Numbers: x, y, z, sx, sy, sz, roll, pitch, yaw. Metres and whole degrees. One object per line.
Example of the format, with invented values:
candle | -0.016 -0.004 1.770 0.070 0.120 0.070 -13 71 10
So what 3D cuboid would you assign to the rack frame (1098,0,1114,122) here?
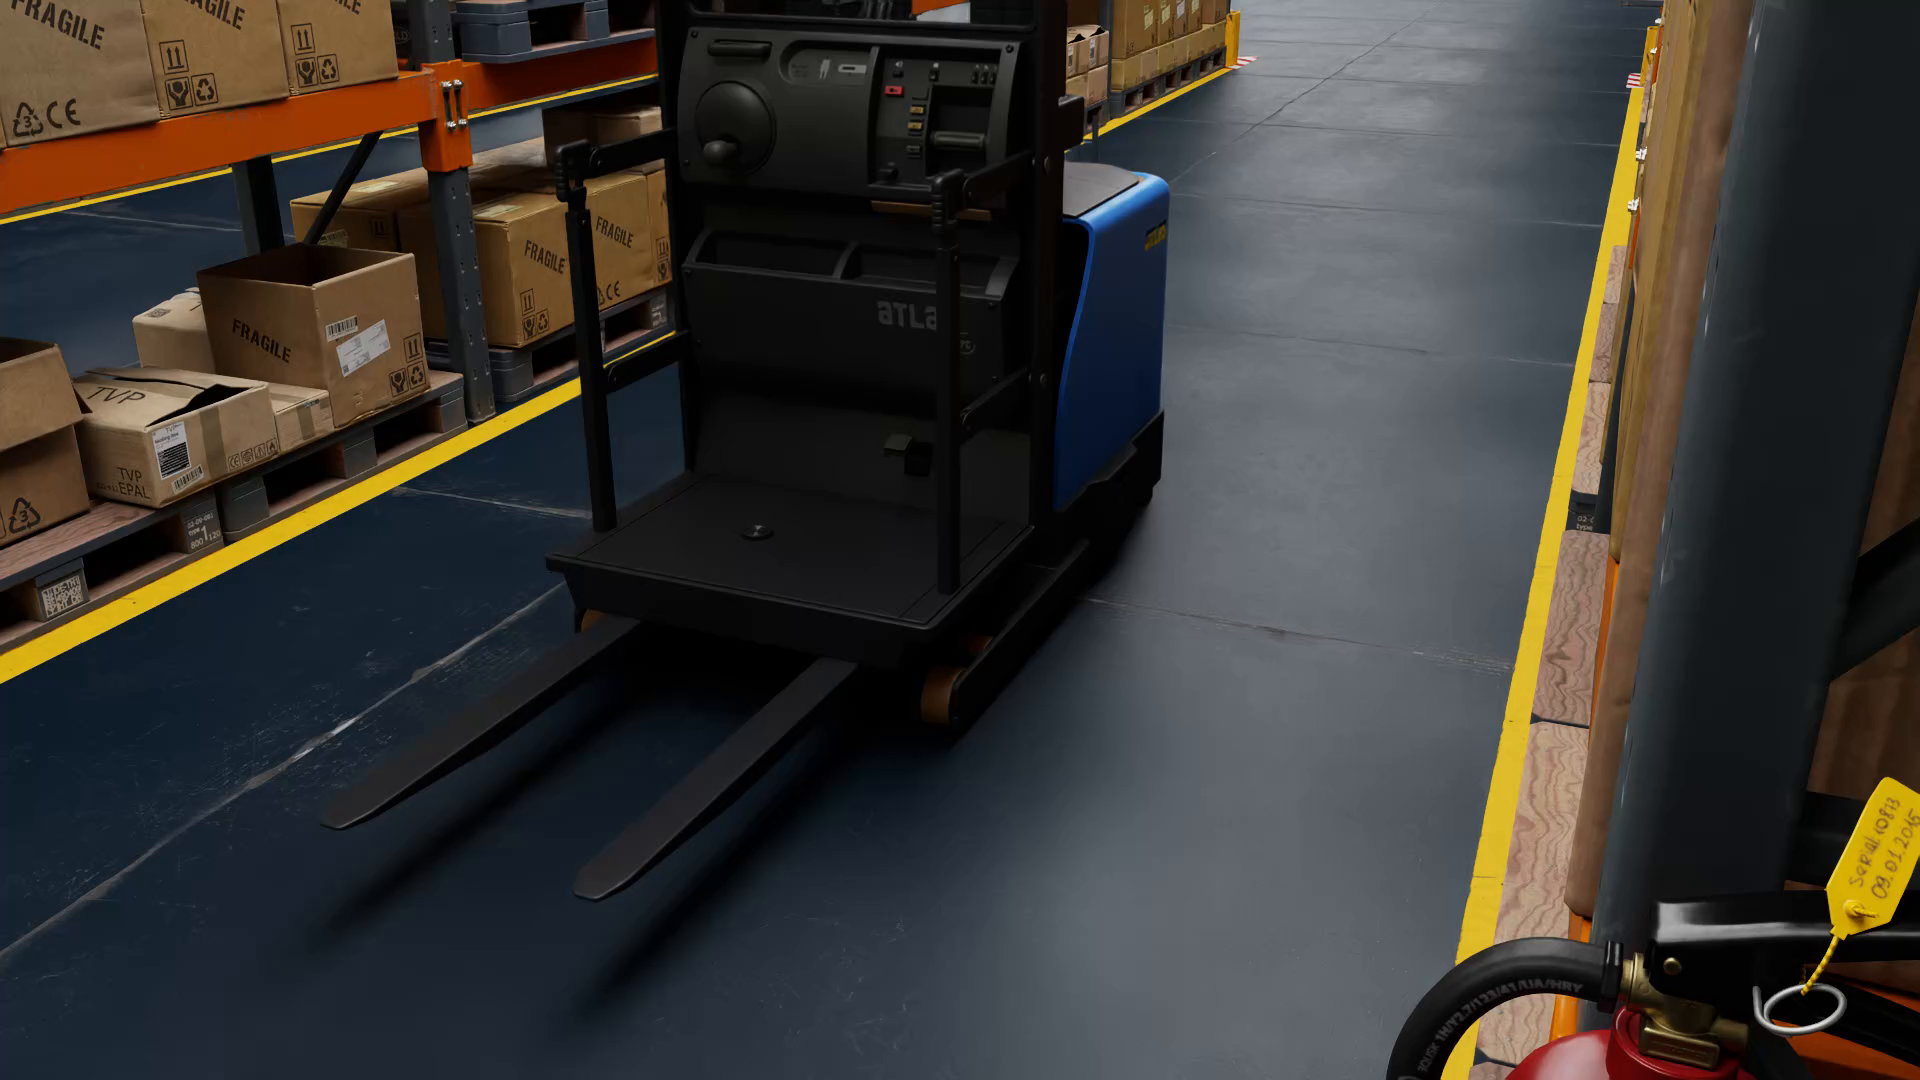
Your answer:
rack frame | 0.705 -4.770 12.779 1.000 3.000 0.127 9 24 20

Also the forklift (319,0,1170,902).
forklift | -0.377 -1.067 4.001 1.130 2.935 3.031 9 24 21

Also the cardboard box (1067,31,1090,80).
cardboard box | 0.634 -3.581 12.227 0.500 0.311 0.500 9 24 22

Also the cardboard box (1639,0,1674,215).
cardboard box | 1.842 -0.886 3.090 0.980 0.700 0.700 8 24 19

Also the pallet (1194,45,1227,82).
pallet | 1.946 -4.635 16.074 1.003 0.211 1.213 9 24 20

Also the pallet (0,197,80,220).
pallet | -6.087 -2.040 9.859 1.003 0.211 1.213 9 24 20

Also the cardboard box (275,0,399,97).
cardboard box | -2.214 -1.738 5.390 0.500 0.500 0.500 9 24 21

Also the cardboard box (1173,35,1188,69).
cardboard box | 1.720 -4.354 14.805 0.500 0.250 0.500 9 24 20

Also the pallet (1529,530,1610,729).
pallet | 1.979 0.348 4.143 1.003 0.211 1.213 9 24 20

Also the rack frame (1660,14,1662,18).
rack frame | 6.792 -5.494 14.511 1.000 3.000 0.127 9 24 20

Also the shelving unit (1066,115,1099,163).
shelving unit | 0.311 -0.831 5.684 0.258 1.200 0.189 9 24 21

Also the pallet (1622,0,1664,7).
pallet | 3.986 -2.813 8.341 1.213 0.211 1.003 9 24 20

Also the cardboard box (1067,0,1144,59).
cardboard box | 1.168 -4.163 13.373 0.500 0.500 0.500 9 24 20

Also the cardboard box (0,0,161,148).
cardboard box | -2.592 -1.369 4.506 0.500 0.500 0.500 9 24 21

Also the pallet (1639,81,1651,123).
pallet | 5.974 -3.459 13.258 1.003 0.211 1.213 9 24 20

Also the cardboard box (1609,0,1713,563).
cardboard box | 1.289 -0.353 1.813 0.980 0.700 0.700 9 24 20

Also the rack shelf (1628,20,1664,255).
rack shelf | 3.077 -1.583 6.082 1.077 0.370 4.000 9 24 20

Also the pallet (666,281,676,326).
pallet | -1.547 -1.355 8.221 1.003 0.211 1.213 9 24 20

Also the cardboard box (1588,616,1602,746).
cardboard box | 1.772 0.192 3.596 0.700 0.500 0.500 9 24 20

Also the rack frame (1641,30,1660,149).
rack frame | 5.306 -4.062 11.084 1.000 3.000 0.127 9 24 20

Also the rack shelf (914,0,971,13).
rack shelf | -0.037 -3.723 11.204 1.077 0.370 4.000 9 24 20

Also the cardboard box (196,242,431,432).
cardboard box | -2.214 -0.713 5.737 0.500 0.500 0.500 9 24 20

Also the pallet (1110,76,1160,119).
pallet | 1.040 -3.762 13.983 1.003 0.211 1.213 9 24 20

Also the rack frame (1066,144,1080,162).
rack frame | 0.275 -0.799 5.606 0.240 1.200 0.006 9 24 21

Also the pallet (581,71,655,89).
pallet | -3.604 -4.429 15.578 1.003 0.211 1.213 9 24 20

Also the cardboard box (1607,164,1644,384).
cardboard box | 2.783 -0.971 5.928 0.750 0.750 0.750 10 24 22

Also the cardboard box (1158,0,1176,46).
cardboard box | 1.540 -4.520 14.230 0.500 0.500 0.500 9 24 20

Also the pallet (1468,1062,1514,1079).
pallet | 1.073 1.221 2.053 1.003 0.211 1.213 9 24 20

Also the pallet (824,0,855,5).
pallet | -0.967 -2.998 8.784 1.213 0.211 1.003 9 24 20

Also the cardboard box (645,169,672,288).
cardboard box | -1.480 -1.466 7.539 0.500 0.500 0.500 9 24 21

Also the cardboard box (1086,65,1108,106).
cardboard box | 0.821 -3.505 12.773 0.500 0.250 0.500 9 24 20

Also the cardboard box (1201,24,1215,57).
cardboard box | 2.092 -4.712 15.661 0.500 0.250 0.500 9 24 20

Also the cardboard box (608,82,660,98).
cardboard box | -1.303 -1.979 7.795 0.500 0.250 0.500 8 24 19

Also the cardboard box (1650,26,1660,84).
cardboard box | 5.921 -3.849 13.246 0.700 0.500 0.500 7 24 17

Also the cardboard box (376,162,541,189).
cardboard box | -2.157 -1.350 7.264 0.500 0.500 0.500 9 24 20

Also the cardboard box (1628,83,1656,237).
cardboard box | 3.425 -1.589 7.406 0.750 0.750 0.750 8 24 19

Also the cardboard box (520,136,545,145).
cardboard box | -1.784 -1.712 8.130 0.500 0.500 0.500 8 24 18

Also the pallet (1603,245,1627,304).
pallet | 3.458 -1.073 7.545 1.003 0.211 1.213 9 24 20

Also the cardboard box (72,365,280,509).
cardboard box | -2.493 -0.357 5.131 0.500 0.311 0.500 9 24 20

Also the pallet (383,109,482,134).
pallet | -4.599 -3.469 13.282 1.003 0.211 1.213 9 24 20

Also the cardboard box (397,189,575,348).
cardboard box | -1.860 -1.095 6.653 0.500 0.500 0.500 8 24 18

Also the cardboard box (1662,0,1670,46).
cardboard box | 2.452 -1.778 5.072 0.500 0.500 0.500 9 24 20

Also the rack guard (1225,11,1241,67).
rack guard | 2.200 -5.057 16.708 1.175 0.500 0.348 9 24 20

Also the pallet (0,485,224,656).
pallet | -2.974 0.063 4.826 1.003 0.211 1.213 9 24 20

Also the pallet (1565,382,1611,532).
pallet | 2.551 -0.200 5.455 1.003 0.211 1.213 9 24 20

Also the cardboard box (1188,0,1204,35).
cardboard box | 1.911 -4.878 15.087 0.500 0.500 0.500 9 24 20

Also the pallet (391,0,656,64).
pallet | -1.868 -2.089 6.609 1.003 0.211 1.213 9 24 20

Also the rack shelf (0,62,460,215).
rack shelf | -3.009 -0.860 4.350 1.077 0.370 4.000 9 24 20

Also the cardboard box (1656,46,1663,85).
cardboard box | 2.451 -1.537 5.339 0.380 0.149 0.250 9 24 20

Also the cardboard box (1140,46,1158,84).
cardboard box | 1.350 -3.996 13.948 0.500 0.250 0.500 9 24 20
